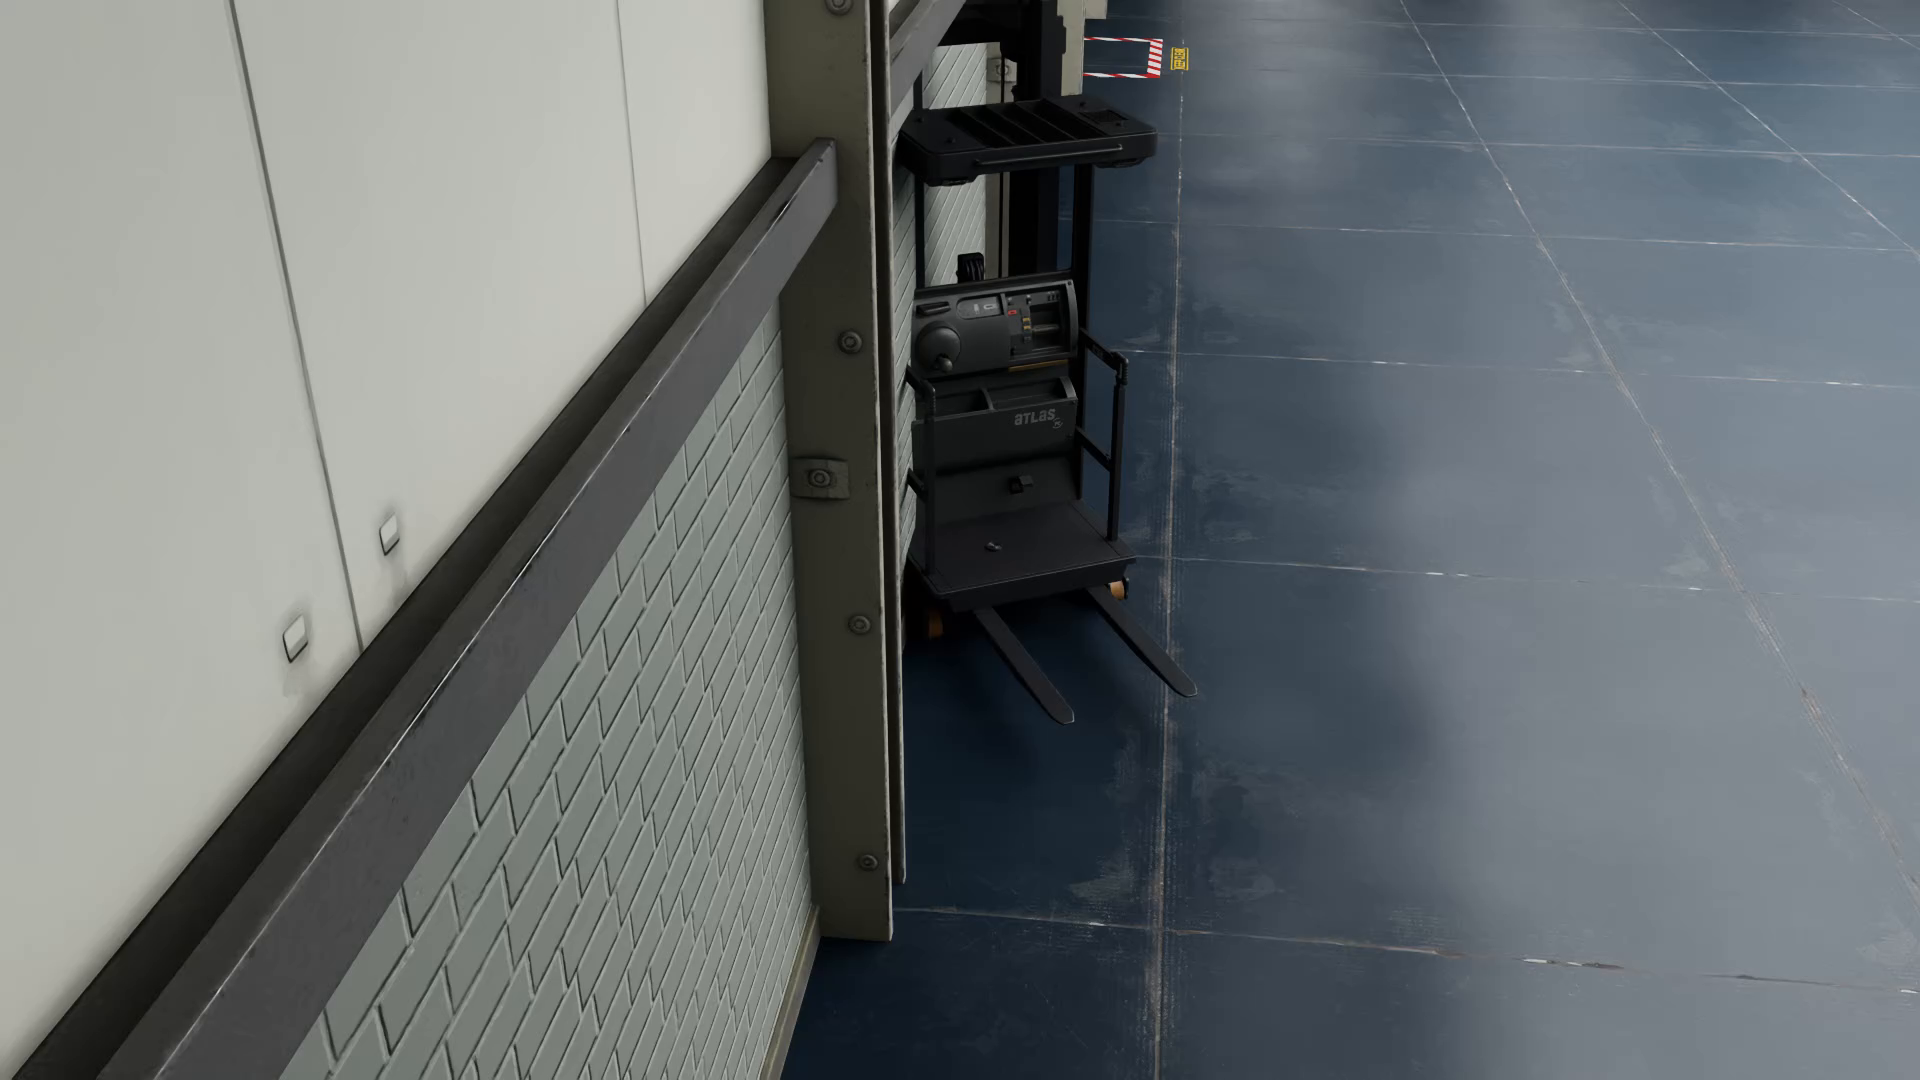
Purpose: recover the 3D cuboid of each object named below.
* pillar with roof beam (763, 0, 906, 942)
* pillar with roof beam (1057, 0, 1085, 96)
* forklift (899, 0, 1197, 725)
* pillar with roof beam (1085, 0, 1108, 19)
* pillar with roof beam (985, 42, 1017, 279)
[{"bbox_3d":[3.876,-2.271,3.977,9.100,9.000,0.400,3,28,6],"label":"pillar with roof beam"},{"bbox_3d":[5.347,-7.919,14.462,9.100,9.000,0.400,3,28,6],"label":"pillar with roof beam"},{"bbox_3d":[0.221,-1.014,8.042,1.130,2.935,3.031,-10,30,-18],"label":"forklift"},{"bbox_3d":[6.082,-10.744,19.704,9.100,9.000,0.400,3,28,6],"label":"pillar with roof beam"},{"bbox_3d":[4.612,-5.095,9.219,9.100,9.000,0.400,3,28,6],"label":"pillar with roof beam"}]
